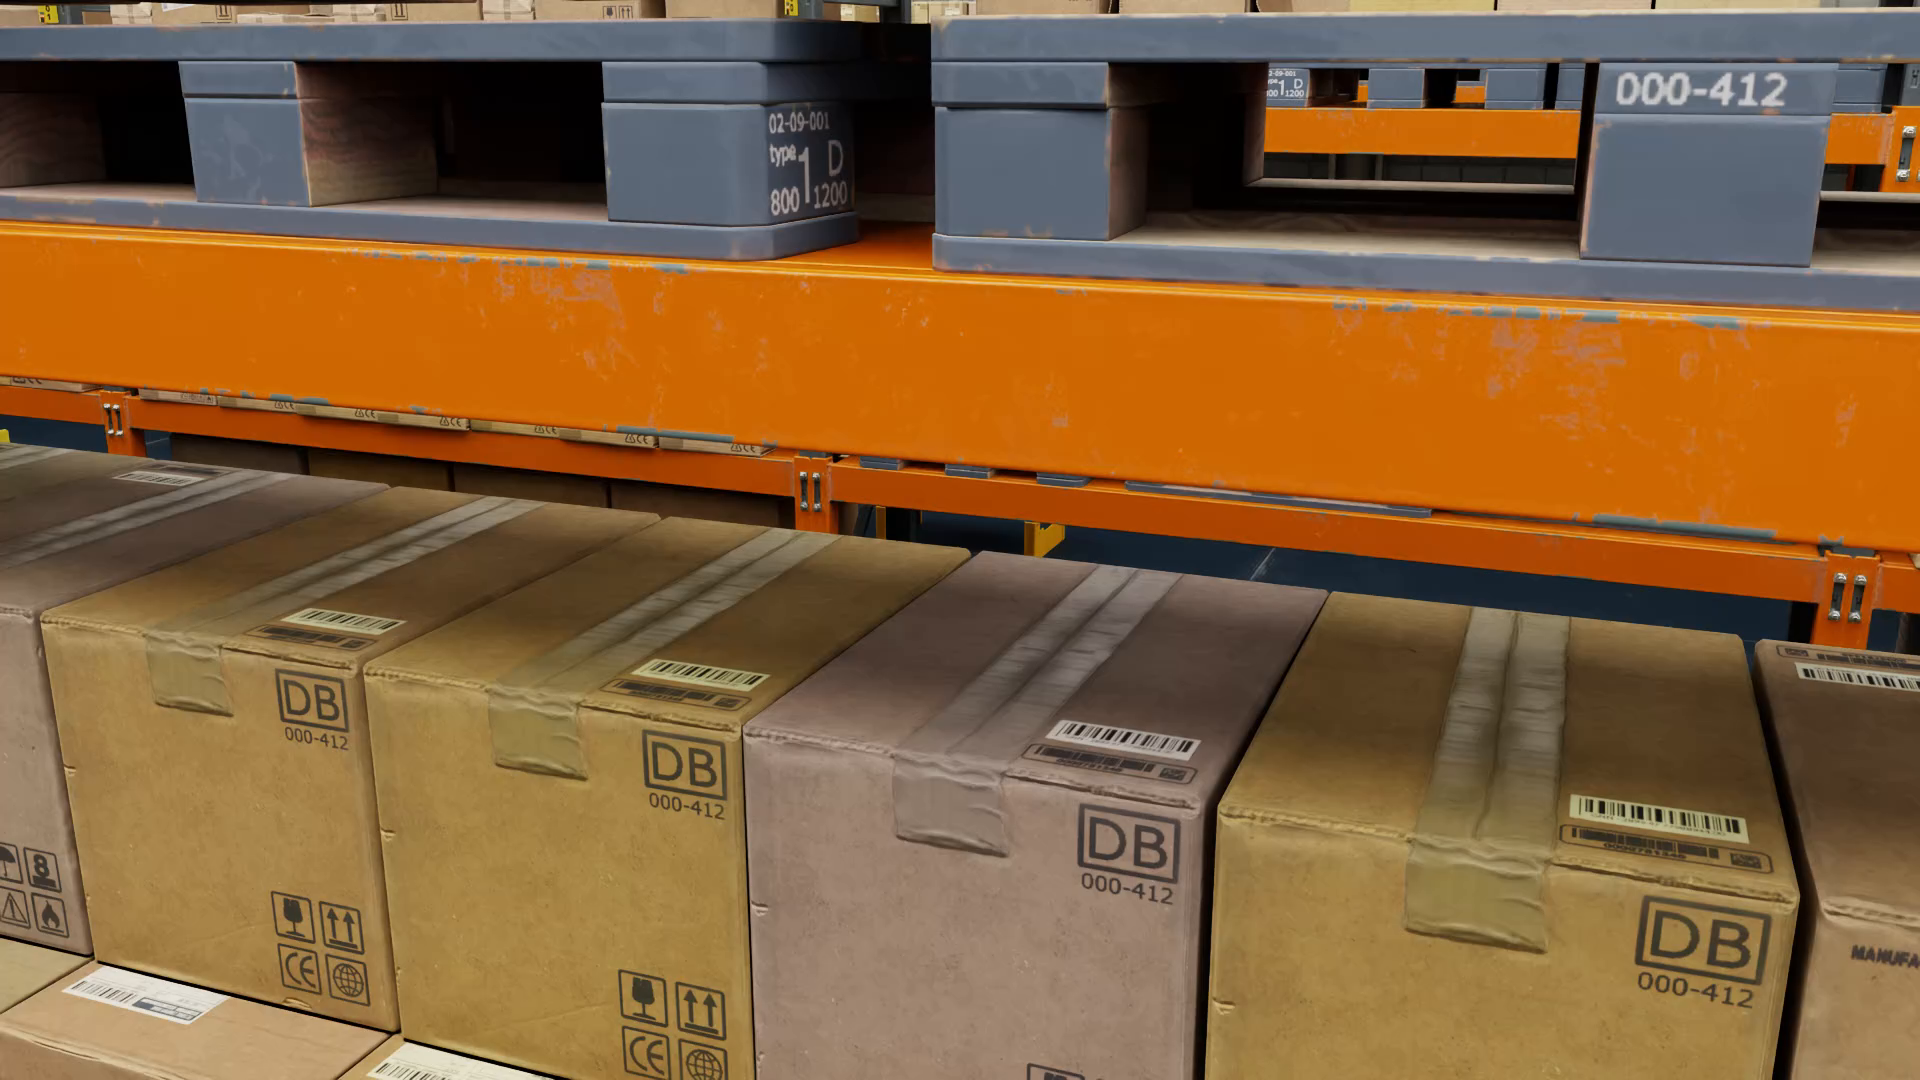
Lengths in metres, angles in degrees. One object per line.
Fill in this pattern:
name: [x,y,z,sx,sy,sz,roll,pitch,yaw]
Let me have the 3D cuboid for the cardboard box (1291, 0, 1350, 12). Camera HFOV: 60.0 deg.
cardboard box: [2.452,-3.516,10.912,0.500,0.500,0.700,6,17,20]

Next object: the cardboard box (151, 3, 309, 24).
cardboard box: [-3.464,-2.587,7.891,0.500,0.500,0.500,6,17,20]

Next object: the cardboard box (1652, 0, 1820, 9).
cardboard box: [2.668,-1.836,5.753,0.500,0.250,0.500,6,17,20]

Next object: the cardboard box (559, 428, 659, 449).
cardboard box: [-1.503,-0.613,7.675,0.500,0.250,0.500,7,17,22]

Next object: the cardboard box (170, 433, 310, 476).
cardboard box: [-3.571,-0.201,9.042,0.875,0.875,0.875,7,18,22]

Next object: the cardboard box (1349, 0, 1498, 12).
cardboard box: [1.725,-1.941,6.116,0.500,0.250,0.500,7,17,21]

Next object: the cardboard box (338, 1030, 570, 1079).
cardboard box: [-0.454,0.864,2.138,0.500,0.500,0.500,6,17,20]

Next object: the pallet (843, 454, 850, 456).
pallet: [-0.450,-0.813,13.095,1.213,0.211,1.003,6,17,21]

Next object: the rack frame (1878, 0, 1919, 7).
rack frame: [3.265,-3.125,5.296,0.127,3.000,1.000,6,17,21]

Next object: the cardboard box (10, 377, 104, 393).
cardboard box: [-4.703,-1.091,8.872,0.500,0.500,0.500,6,17,21]

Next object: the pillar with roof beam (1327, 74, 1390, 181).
pillar with roof beam: [1.325,-3.805,7.641,0.400,9.000,9.100,6,17,21]

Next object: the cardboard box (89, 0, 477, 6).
cardboard box: [-1.096,-0.977,2.506,0.500,0.311,0.500,6,17,21]

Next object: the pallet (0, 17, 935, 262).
pallet: [-0.519,-0.543,2.121,1.213,0.211,1.003,7,18,23]

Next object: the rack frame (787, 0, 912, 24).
rack frame: [-0.456,-3.534,6.705,0.127,3.000,1.000,6,17,21]

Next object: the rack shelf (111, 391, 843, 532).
rack shelf: [-2.317,-0.512,8.347,4.000,0.370,1.077,6,17,21]

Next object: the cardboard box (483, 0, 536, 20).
cardboard box: [-1.866,-2.281,7.257,0.258,0.266,0.396,6,17,19]

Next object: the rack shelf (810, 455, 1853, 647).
rack shelf: [1.404,-0.103,6.937,4.000,0.370,1.077,6,17,21]

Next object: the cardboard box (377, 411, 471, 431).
cardboard box: [-2.450,-0.714,8.021,0.500,0.250,0.500,6,17,20]

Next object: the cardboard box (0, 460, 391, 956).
cardboard box: [-1.294,0.213,2.587,0.500,0.500,0.700,6,17,20]

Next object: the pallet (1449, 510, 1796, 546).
pallet: [2.607,-0.267,6.558,1.213,0.211,1.003,6,17,21]

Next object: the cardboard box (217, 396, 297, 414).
cardboard box: [-3.383,-0.824,8.400,0.500,0.250,0.500,6,17,19]

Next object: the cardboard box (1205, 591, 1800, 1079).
cardboard box: [0.599,0.421,1.870,0.500,0.500,0.700,6,17,20]

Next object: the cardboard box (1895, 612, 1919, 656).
cardboard box: [3.913,0.506,6.384,0.500,0.500,0.500,6,17,20]

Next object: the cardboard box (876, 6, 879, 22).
cardboard box: [-0.594,-3.911,12.369,0.250,0.149,0.380,7,17,22]

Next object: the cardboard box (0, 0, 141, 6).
cardboard box: [-1.541,-0.932,2.611,0.250,0.166,0.380,6,17,21]

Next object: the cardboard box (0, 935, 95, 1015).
cardboard box: [-1.386,0.761,2.494,0.500,0.500,0.500,6,17,20]

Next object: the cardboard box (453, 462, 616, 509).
cardboard box: [-1.897,-0.019,8.415,0.875,0.875,0.875,7,17,21]

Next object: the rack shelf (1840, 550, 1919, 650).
rack shelf: [5.125,0.307,5.528,4.000,0.370,1.077,6,17,21]

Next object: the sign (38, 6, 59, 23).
sign: [-4.380,-2.645,7.954,0.005,0.325,0.100,6,17,21]

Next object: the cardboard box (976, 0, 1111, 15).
cardboard box: [0.422,-2.042,6.767,0.500,0.500,0.700,6,17,21]

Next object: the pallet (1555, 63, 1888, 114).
pallet: [2.729,-1.685,6.053,1.003,0.211,1.213,6,17,21]

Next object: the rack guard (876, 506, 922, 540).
rack guard: [-0.392,-0.163,10.787,0.087,0.250,0.587,6,17,21]

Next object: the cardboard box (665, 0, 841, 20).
cardboard box: [-0.862,-2.344,7.049,0.637,0.503,0.797,5,17,17]

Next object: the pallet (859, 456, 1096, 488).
pallet: [0.246,-0.515,7.413,1.003,0.211,1.213,6,17,21]

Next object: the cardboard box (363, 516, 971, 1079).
cardboard box: [-0.340,0.317,2.228,0.500,0.500,0.700,6,17,20]

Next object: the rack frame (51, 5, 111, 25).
rack frame: [-4.177,-3.943,8.115,0.127,3.000,1.000,6,17,21]

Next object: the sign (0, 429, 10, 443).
sign: [-1.978,-0.059,3.420,0.005,0.325,0.100,6,17,21]

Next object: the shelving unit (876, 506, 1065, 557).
shelving unit: [0.071,-0.712,10.438,1.083,1.500,0.587,6,17,21]

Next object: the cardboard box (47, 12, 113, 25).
cardboard box: [-4.648,-2.915,8.842,0.500,0.500,0.500,7,17,22]

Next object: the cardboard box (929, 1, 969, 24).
cardboard box: [-0.039,-3.709,11.711,0.250,0.149,0.380,6,17,19]

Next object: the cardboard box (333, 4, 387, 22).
cardboard box: [-2.606,-2.362,7.537,0.258,0.266,0.396,8,18,25]
